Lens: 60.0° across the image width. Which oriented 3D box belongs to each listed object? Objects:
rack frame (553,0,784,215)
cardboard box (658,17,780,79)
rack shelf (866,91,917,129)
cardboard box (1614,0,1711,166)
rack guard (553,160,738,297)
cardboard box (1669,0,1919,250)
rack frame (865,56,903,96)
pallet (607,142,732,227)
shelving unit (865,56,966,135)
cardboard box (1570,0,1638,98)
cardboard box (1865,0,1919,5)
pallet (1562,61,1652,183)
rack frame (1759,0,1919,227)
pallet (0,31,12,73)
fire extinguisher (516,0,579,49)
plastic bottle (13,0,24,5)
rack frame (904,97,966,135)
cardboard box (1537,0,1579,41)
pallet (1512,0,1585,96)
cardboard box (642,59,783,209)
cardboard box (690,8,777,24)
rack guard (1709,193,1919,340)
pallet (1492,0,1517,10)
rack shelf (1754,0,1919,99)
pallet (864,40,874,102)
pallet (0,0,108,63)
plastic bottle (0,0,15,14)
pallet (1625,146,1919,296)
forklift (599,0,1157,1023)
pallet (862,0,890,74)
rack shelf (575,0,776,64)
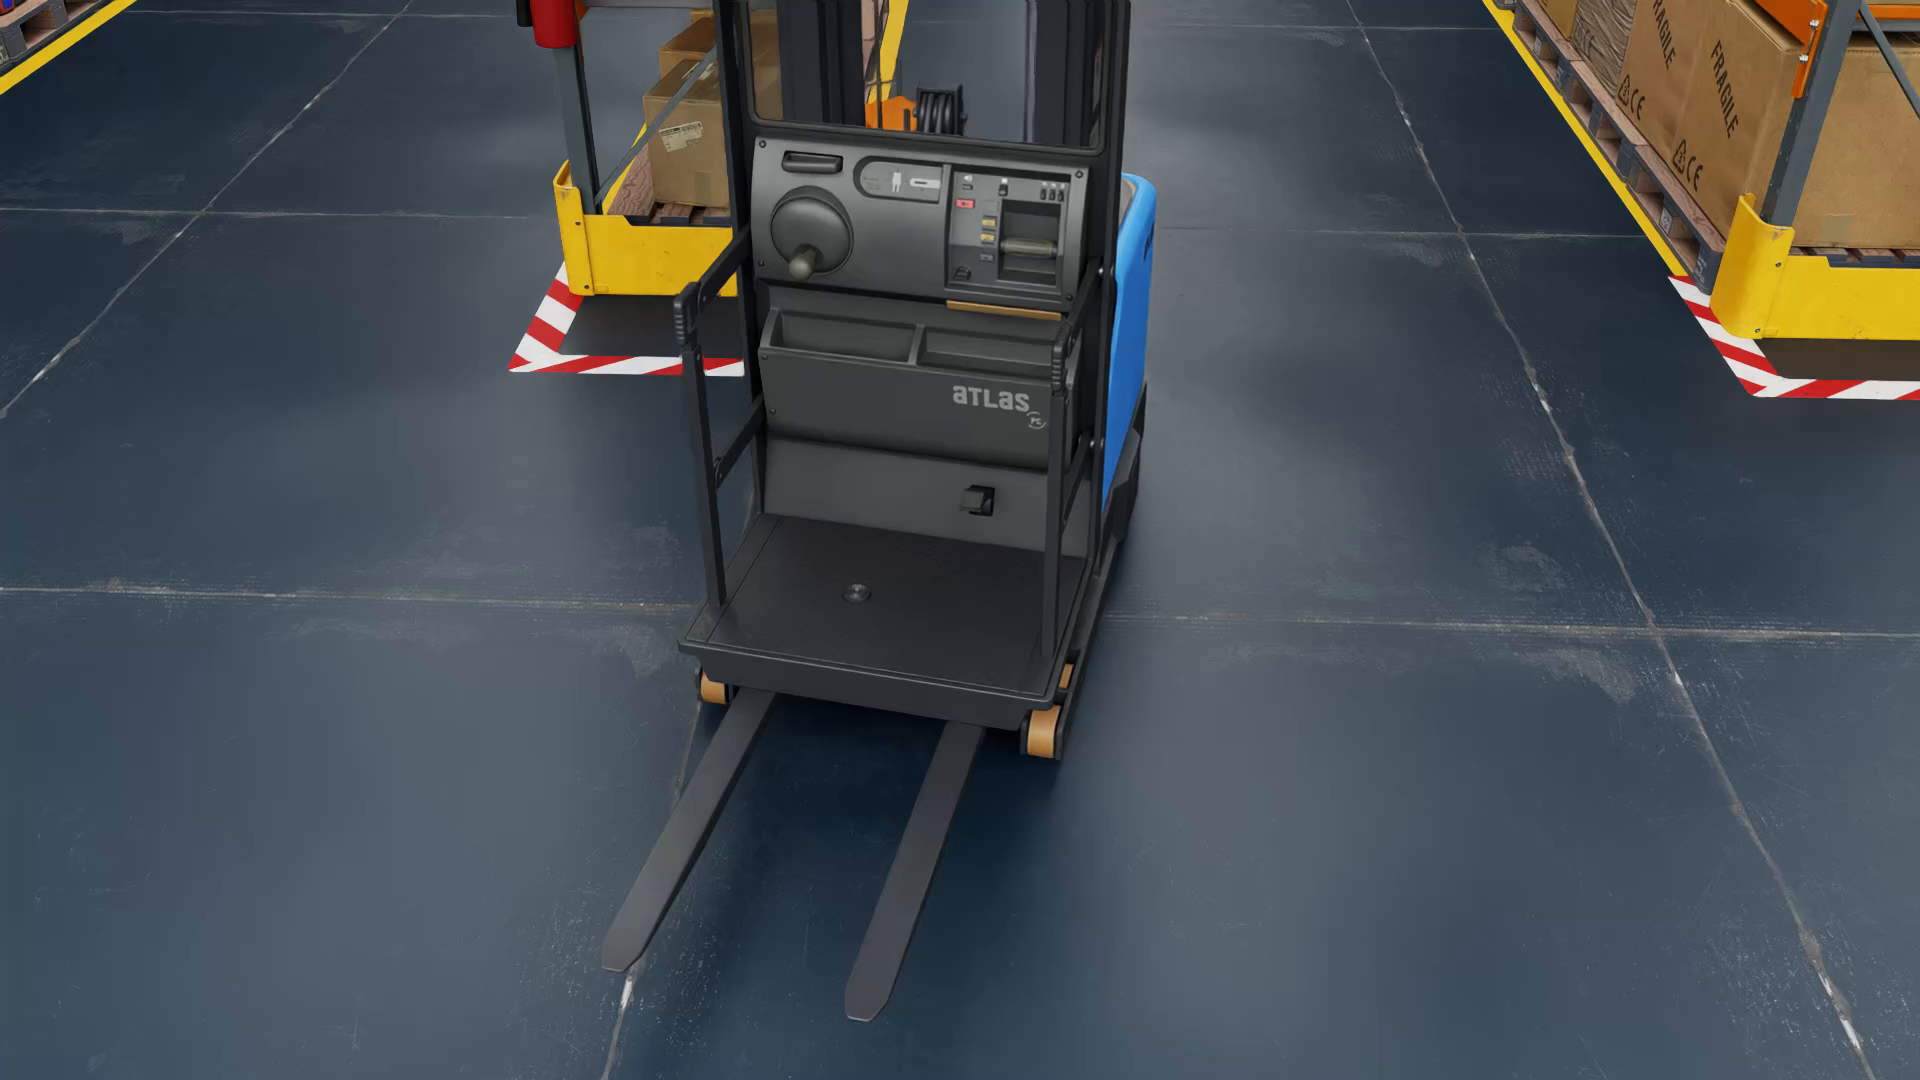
[{"bbox_3d":[-1.137,-2.342,6.474,1.000,3.000,0.127,1,35,2],"label":"rack frame"},{"bbox_3d":[-1.105,-2.194,8.071,0.500,0.500,0.500,10,36,14],"label":"cardboard box"},{"bbox_3d":[-0.206,-1.491,6.144,0.258,0.148,0.480,-18,39,-23],"label":"rack shelf"},{"bbox_3d":[3.810,-2.369,7.994,0.875,0.875,0.875,1,35,1],"label":"cardboard box"},{"bbox_3d":[-1.134,-1.363,7.255,1.175,0.500,0.348,1,35,2],"label":"rack guard"},{"bbox_3d":[3.776,-1.863,7.275,0.875,0.875,0.875,2,35,2],"label":"cardboard box"},{"bbox_3d":[-0.324,-1.292,6.545,0.240,1.200,0.015,-18,39,-23],"label":"rack frame"},{"bbox_3d":[-1.066,-1.711,8.001,1.003,0.211,1.213,1,35,2],"label":"pallet"},{"bbox_3d":[-0.206,-1.169,6.370,0.258,1.200,0.503,-18,39,-23],"label":"shelving unit"},{"bbox_3d":[3.848,-2.892,8.739,0.875,0.875,0.875,2,35,2],"label":"cardboard box"},{"bbox_3d":[3.785,-2.445,6.490,0.875,0.550,0.550,1,35,2],"label":"cardboard box"},{"bbox_3d":[3.821,-2.189,8.681,1.003,0.211,1.213,1,35,2],"label":"pallet"},{"bbox_3d":[3.815,-2.169,6.228,1.000,3.000,0.127,1,35,2],"label":"rack frame"},{"bbox_3d":[-6.040,-2.526,9.161,1.003,0.211,1.213,1,35,2],"label":"pallet"},{"bbox_3d":[-1.602,-2.255,6.417,0.296,0.674,0.183,1,35,2],"label":"fire extinguisher"},{"bbox_3d":[-5.671,-3.364,9.849,0.144,0.351,0.185,0,35,0],"label":"plastic bottle"},{"bbox_3d":[-0.088,-1.046,6.195,0.240,1.200,0.015,-18,39,-23],"label":"rack frame"},{"bbox_3d":[3.881,-3.410,9.476,0.875,0.875,0.875,2,35,3],"label":"cardboard box"},{"bbox_3d":[3.867,-2.892,9.681,1.003,0.211,1.213,1,35,2],"label":"pallet"},{"bbox_3d":[-1.095,-1.849,7.582,0.500,0.500,0.500,8,36,11],"label":"cardboard box"},{"bbox_3d":[-1.061,-2.553,8.583,0.500,0.500,0.500,4,35,6],"label":"cardboard box"},{"bbox_3d":[3.814,-1.133,6.927,1.175,0.500,0.348,1,35,2],"label":"rack guard"},{"bbox_3d":[3.932,-3.772,10.933,1.003,0.211,1.213,1,35,2],"label":"pallet"},{"bbox_3d":[3.896,-3.024,8.070,1.077,0.370,4.000,1,35,2],"label":"rack shelf"},{"bbox_3d":[-1.014,-2.410,8.995,1.003,0.211,1.213,1,35,2],"label":"pallet"},{"bbox_3d":[-5.994,-3.229,10.161,1.003,0.211,1.213,1,35,2],"label":"pallet"},{"bbox_3d":[-5.635,-3.242,9.734,0.061,0.283,0.133,4,35,5],"label":"plastic bottle"},{"bbox_3d":[3.769,-1.490,7.686,1.003,0.211,1.213,1,35,2],"label":"pallet"},{"bbox_3d":[-0.167,-0.807,4.349,1.130,2.935,3.031,8,36,11],"label":"forklift"},{"bbox_3d":[-0.968,-3.113,9.995,1.003,0.211,1.213,1,35,2],"label":"pallet"},{"bbox_3d":[-1.056,-3.197,8.315,1.077,0.370,4.000,1,35,2],"label":"rack shelf"}]
